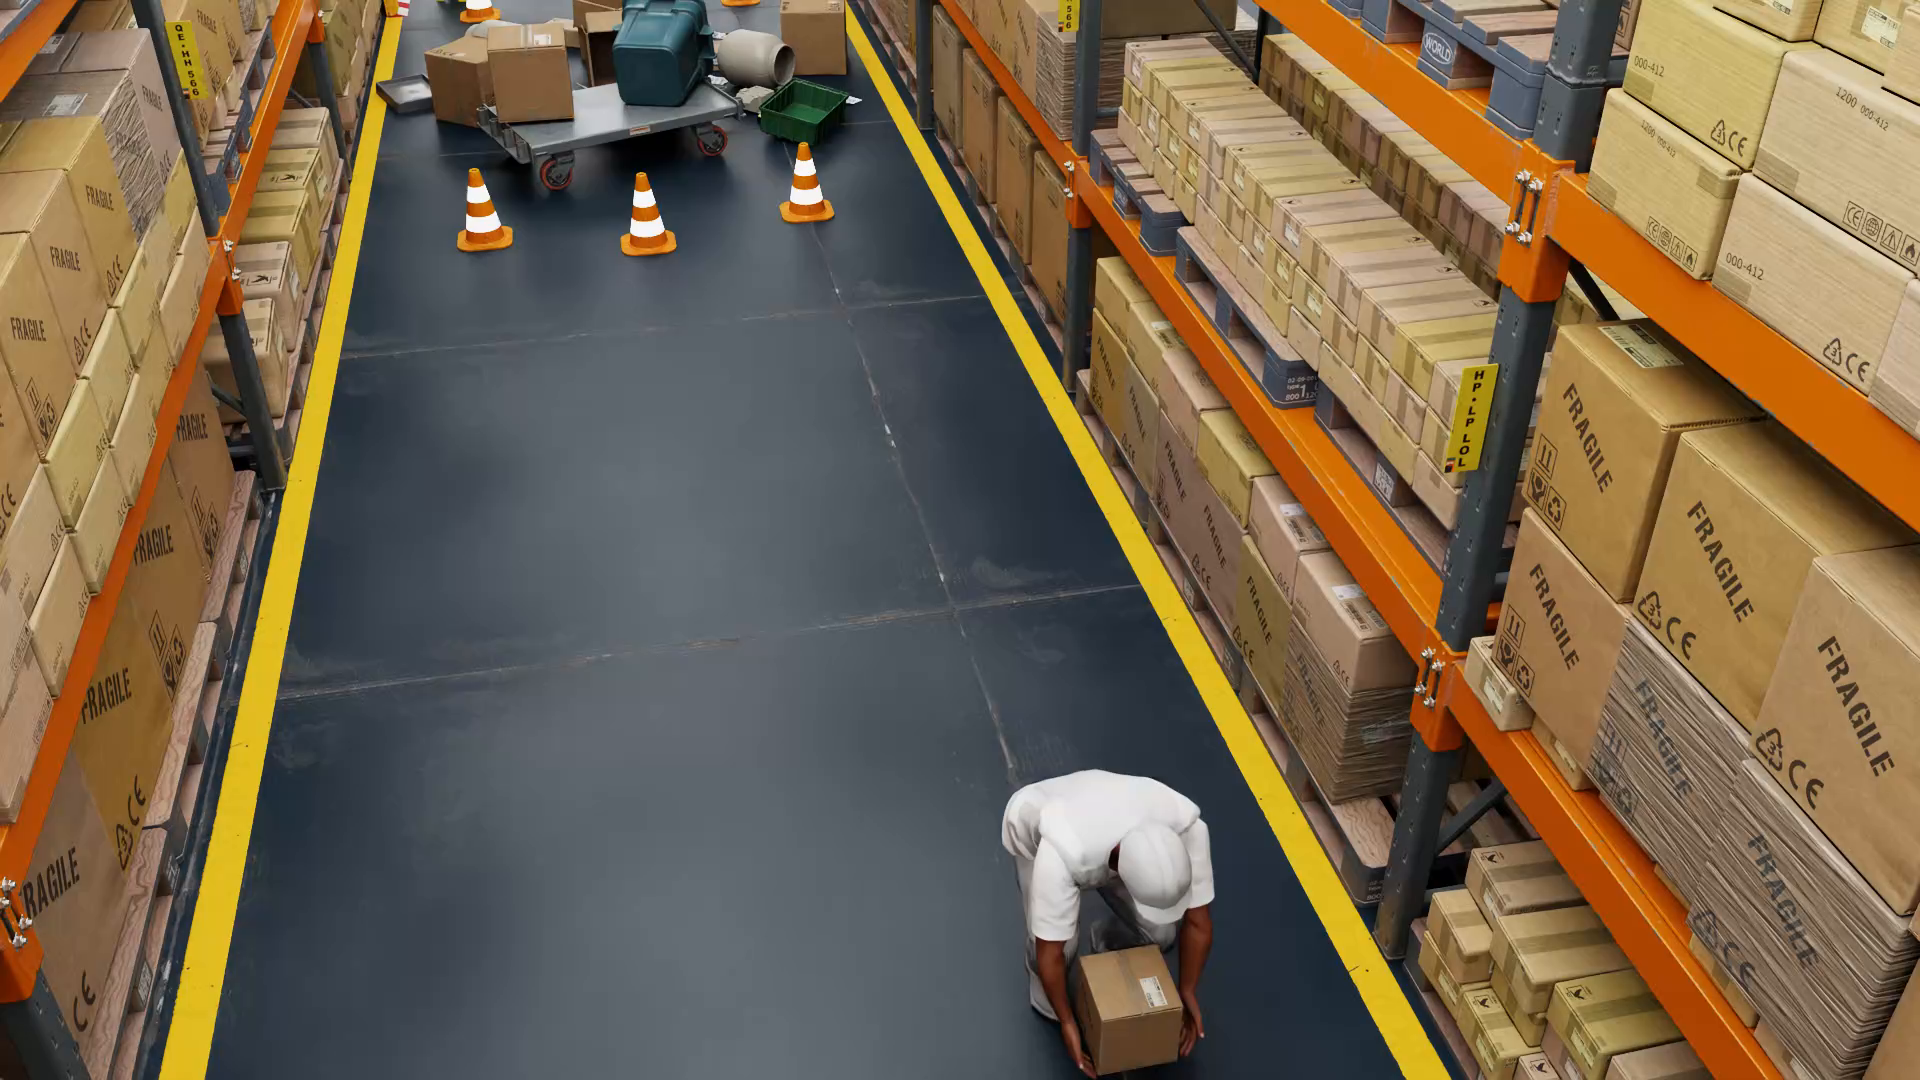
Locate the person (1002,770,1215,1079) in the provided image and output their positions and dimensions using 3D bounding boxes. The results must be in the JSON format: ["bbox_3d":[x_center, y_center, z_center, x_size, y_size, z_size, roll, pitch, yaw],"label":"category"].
[{"bbox_3d":[0.461,1.085,5.195,0.585,1.018,0.882,-7,35,-11],"label":"person"}]
